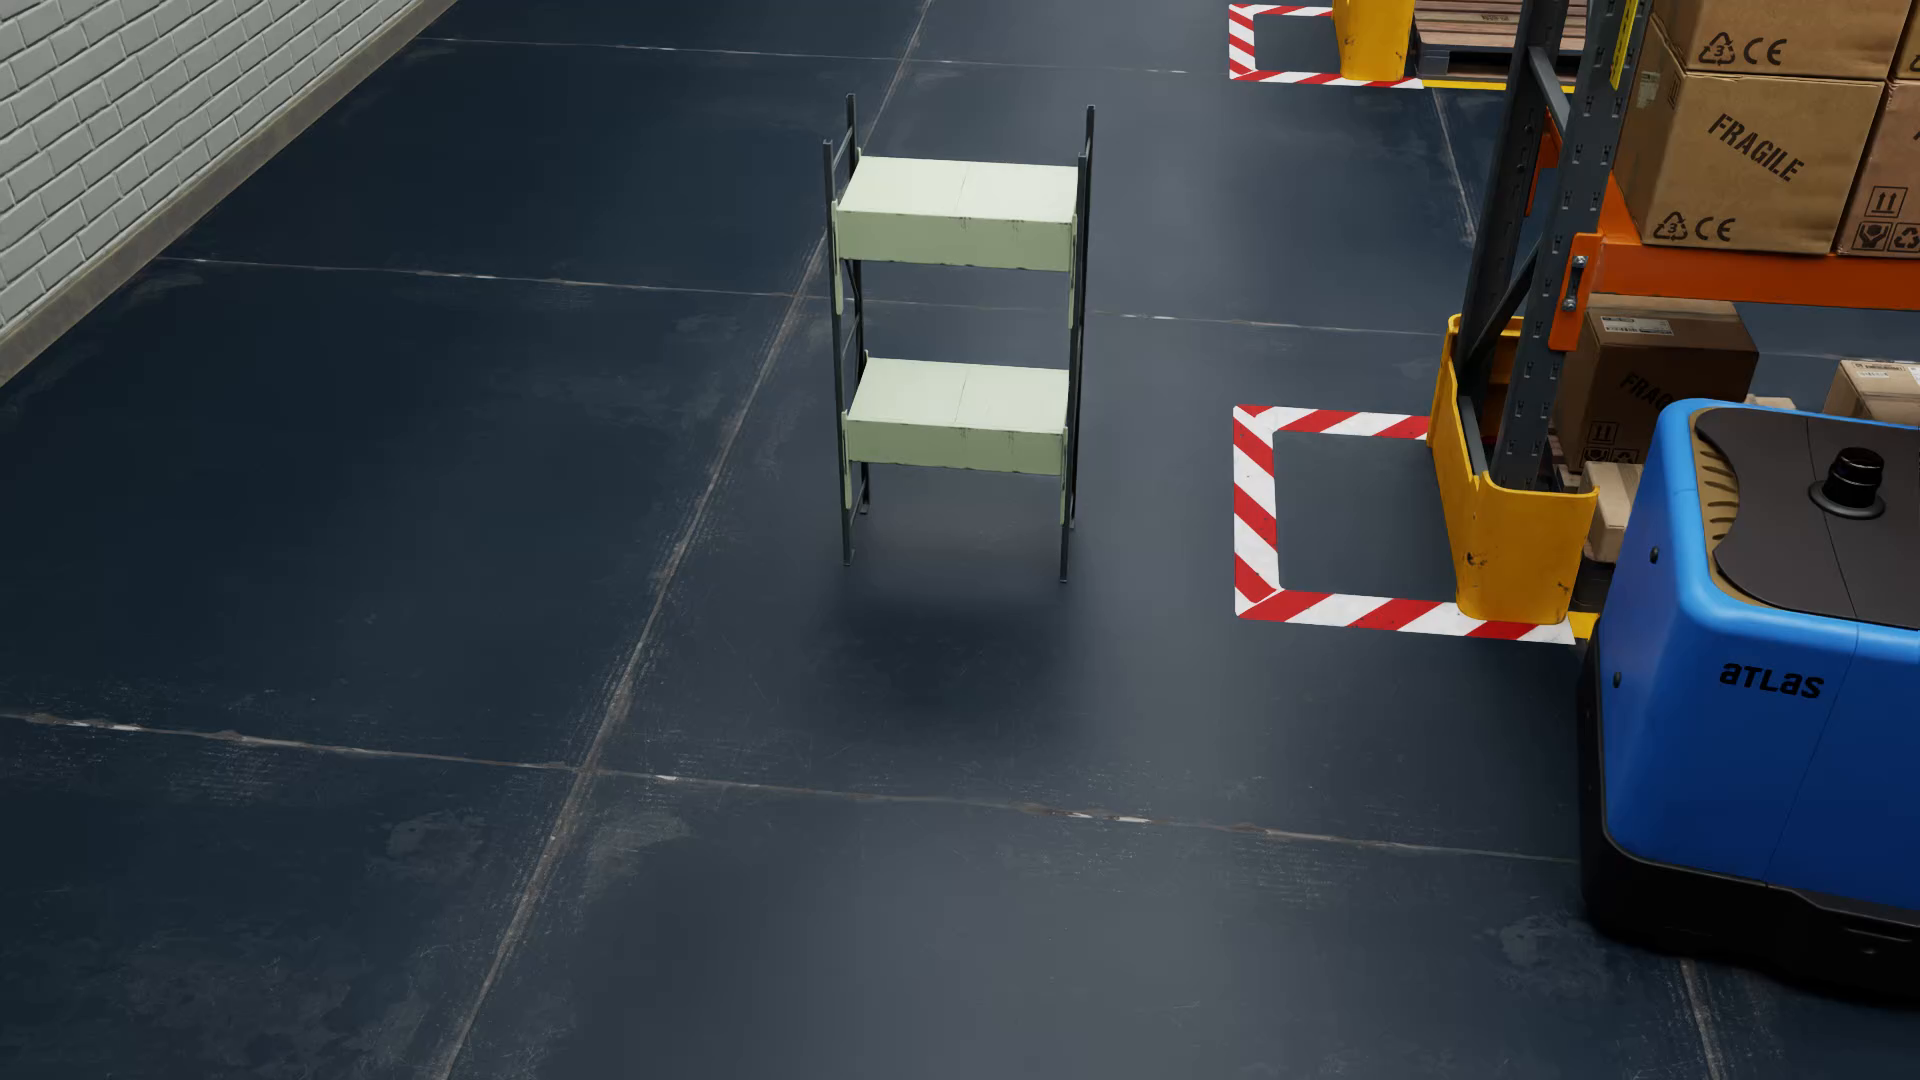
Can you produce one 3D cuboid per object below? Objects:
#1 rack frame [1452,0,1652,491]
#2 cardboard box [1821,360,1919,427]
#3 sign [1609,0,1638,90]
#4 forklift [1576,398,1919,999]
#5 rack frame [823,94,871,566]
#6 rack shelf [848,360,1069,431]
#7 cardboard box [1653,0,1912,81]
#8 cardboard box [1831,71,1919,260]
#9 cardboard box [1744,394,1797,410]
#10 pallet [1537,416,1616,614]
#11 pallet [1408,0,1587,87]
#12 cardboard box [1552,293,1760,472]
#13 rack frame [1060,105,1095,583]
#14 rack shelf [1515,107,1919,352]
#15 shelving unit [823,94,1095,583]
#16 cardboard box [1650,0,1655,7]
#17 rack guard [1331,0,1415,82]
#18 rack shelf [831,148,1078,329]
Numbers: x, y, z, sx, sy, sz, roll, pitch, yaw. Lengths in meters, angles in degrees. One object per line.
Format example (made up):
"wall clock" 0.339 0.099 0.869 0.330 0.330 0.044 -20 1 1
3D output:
"rack frame" 1.791 -1.296 4.984 0.127 3.000 1.000 4 36 6
"cardboard box" 3.300 -0.370 5.675 0.500 0.250 0.500 4 36 6
"sign" 1.722 -1.336 4.295 0.005 0.325 0.100 4 36 6
"forklift" 3.194 -0.211 3.523 3.031 2.935 1.130 9 37 13
"rack frame" -0.356 -0.637 5.352 0.023 1.500 0.400 4 36 6
"rack shelf" 0.007 -0.424 5.446 0.686 0.124 0.368 4 36 6
"cardboard box" 2.198 -1.559 4.406 0.500 0.500 0.500 5 36 7
"cardboard box" 2.710 -1.117 4.647 0.500 0.500 0.500 4 36 5
"cardboard box" 2.752 -0.342 5.708 0.250 0.166 0.380 4 36 6
"pallet" 2.658 -0.097 5.705 1.213 0.211 1.003 4 36 6
"pallet" 3.239 -2.932 9.676 1.213 0.211 1.003 4 36 6
"cardboard box" 2.362 -0.560 5.725 0.500 0.500 0.500 4 36 6
"rack frame" 0.370 -0.583 5.276 0.023 1.500 0.400 4 36 6
"rack shelf" 3.775 -0.856 4.986 4.000 0.370 1.077 4 36 6
"shelving unit" 0.007 -0.610 5.314 0.755 1.500 0.431 4 36 6
"cardboard box" 2.268 -1.870 4.841 0.500 0.500 0.500 4 36 6
"rack guard" 2.400 -3.127 9.701 0.348 0.500 1.175 4 36 6
"rack shelf" 0.007 -0.928 5.087 0.720 0.370 0.431 4 36 6
